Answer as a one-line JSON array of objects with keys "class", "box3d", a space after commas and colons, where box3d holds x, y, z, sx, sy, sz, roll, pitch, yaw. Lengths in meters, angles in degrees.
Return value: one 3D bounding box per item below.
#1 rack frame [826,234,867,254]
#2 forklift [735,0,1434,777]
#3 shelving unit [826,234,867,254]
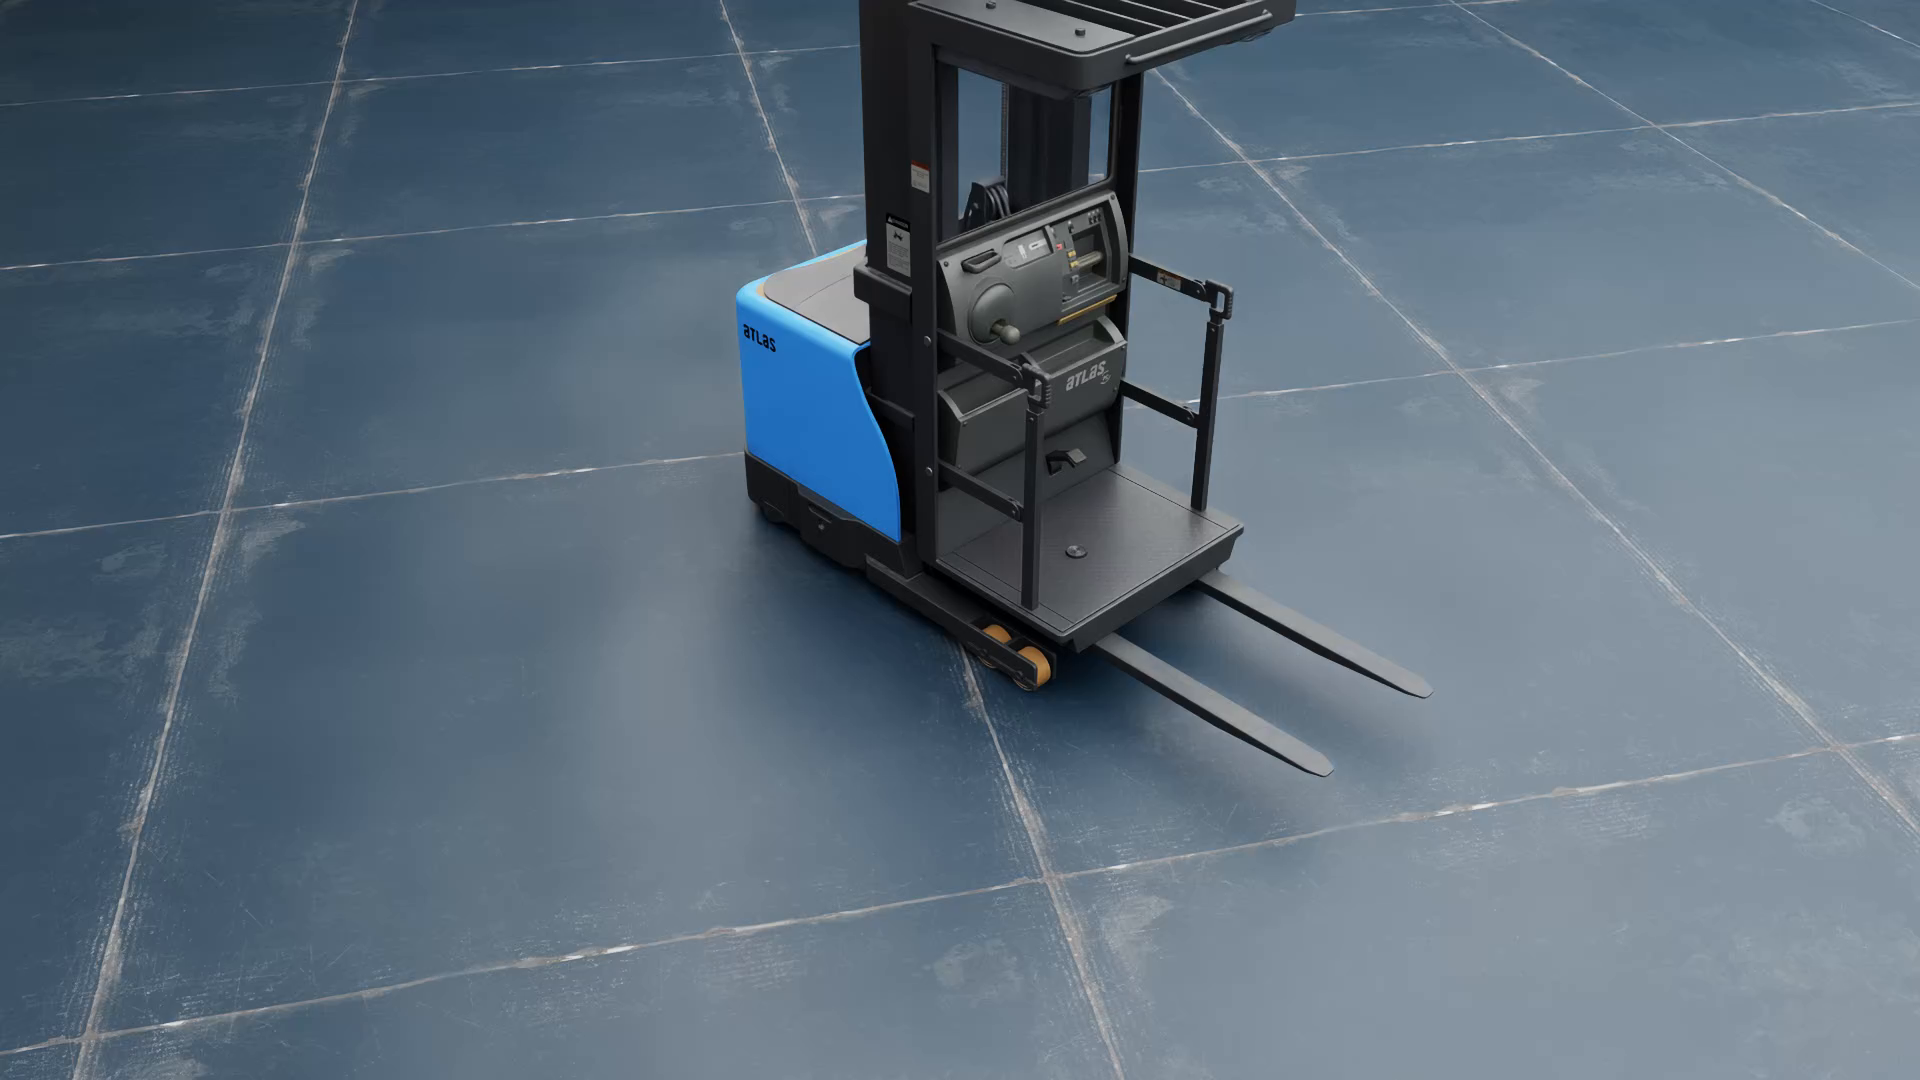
[{"class": "rack frame", "box3d": [-0.493, -0.995, 7.929, 0.240, 0.900, 0.006, -27, 36, -34]}, {"class": "forklift", "box3d": [0.434, -0.965, 6.057, 1.130, 2.935, 3.031, -28, 43, -35]}, {"class": "shelving unit", "box3d": [-0.426, -0.963, 7.860, 0.258, 0.900, 0.210, -27, 36, -34]}]
